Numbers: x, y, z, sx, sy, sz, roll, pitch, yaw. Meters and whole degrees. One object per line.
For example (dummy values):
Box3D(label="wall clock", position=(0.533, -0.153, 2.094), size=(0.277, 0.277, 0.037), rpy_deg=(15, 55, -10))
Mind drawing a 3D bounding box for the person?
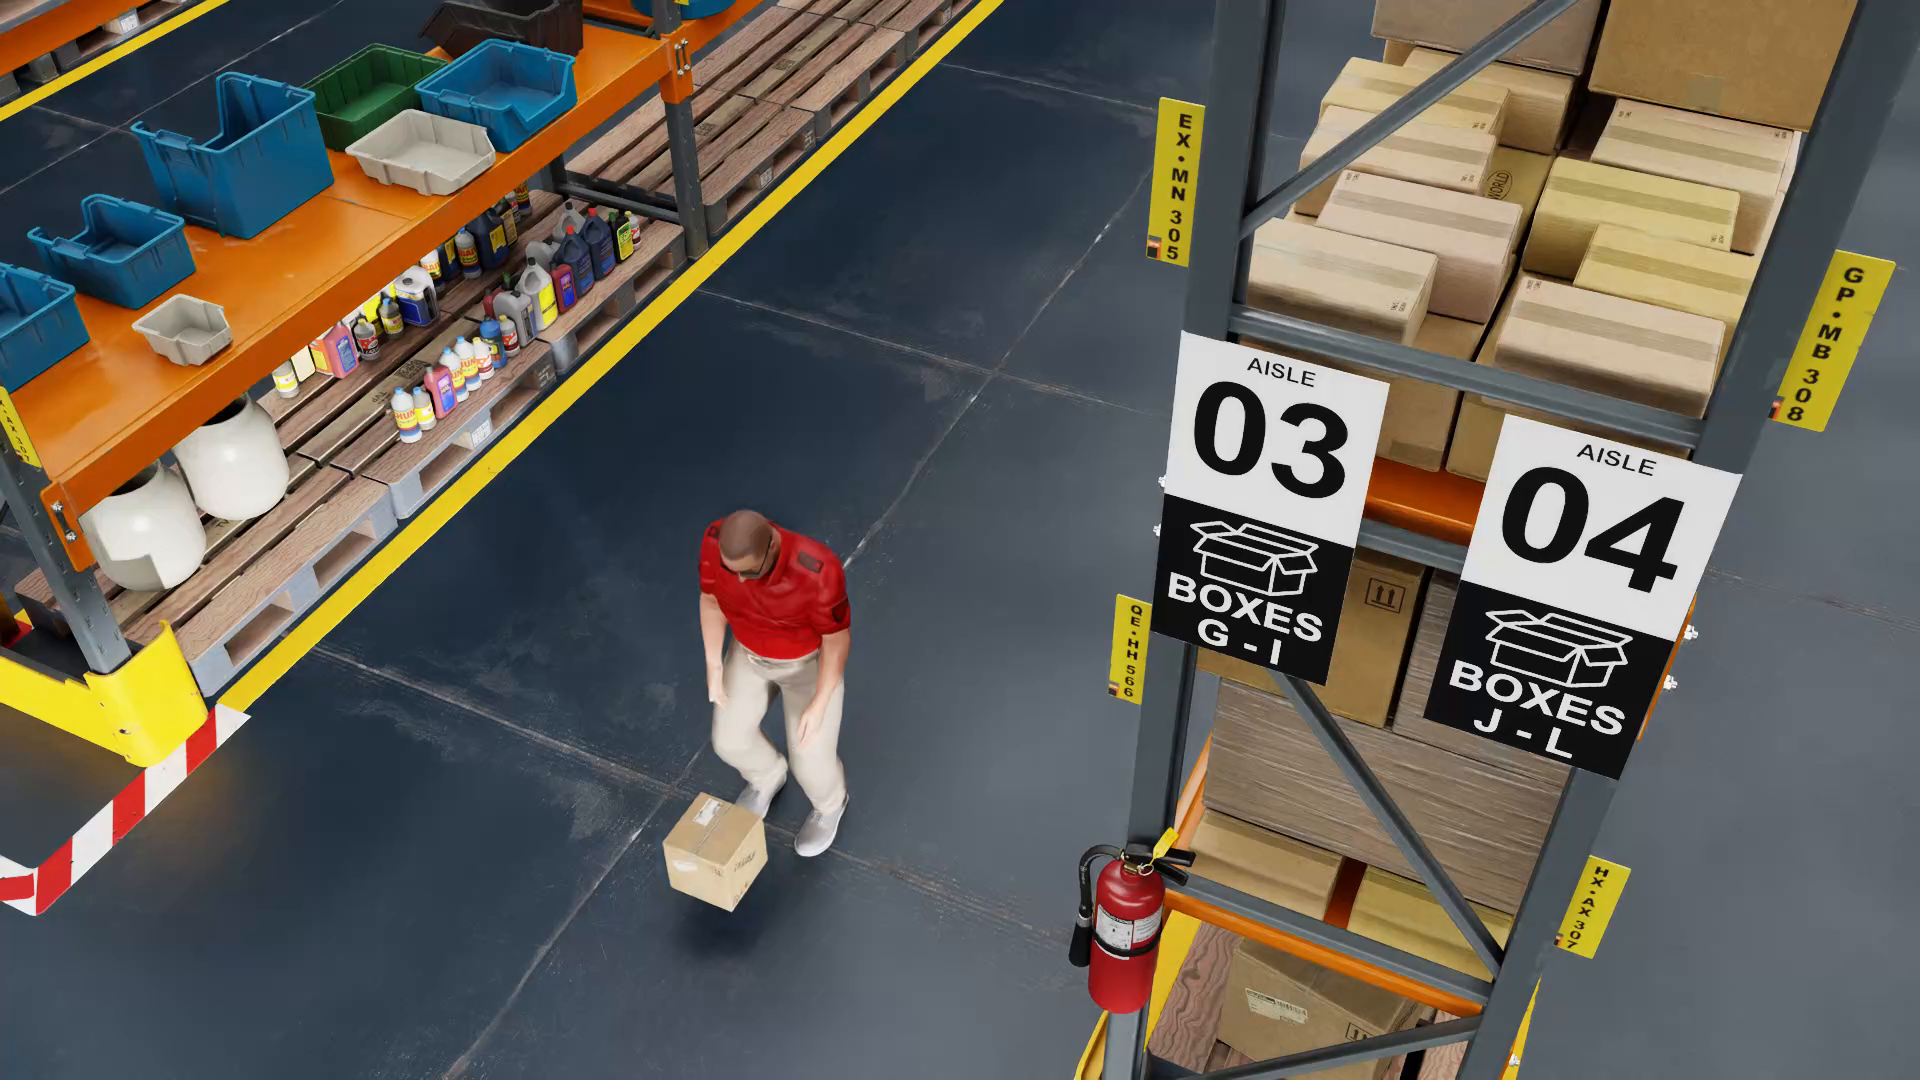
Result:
Box3D(label="person", position=(-0.622, 0.204, 5.521), size=(0.571, 0.946, 0.446), rpy_deg=(18, 45, 19))
